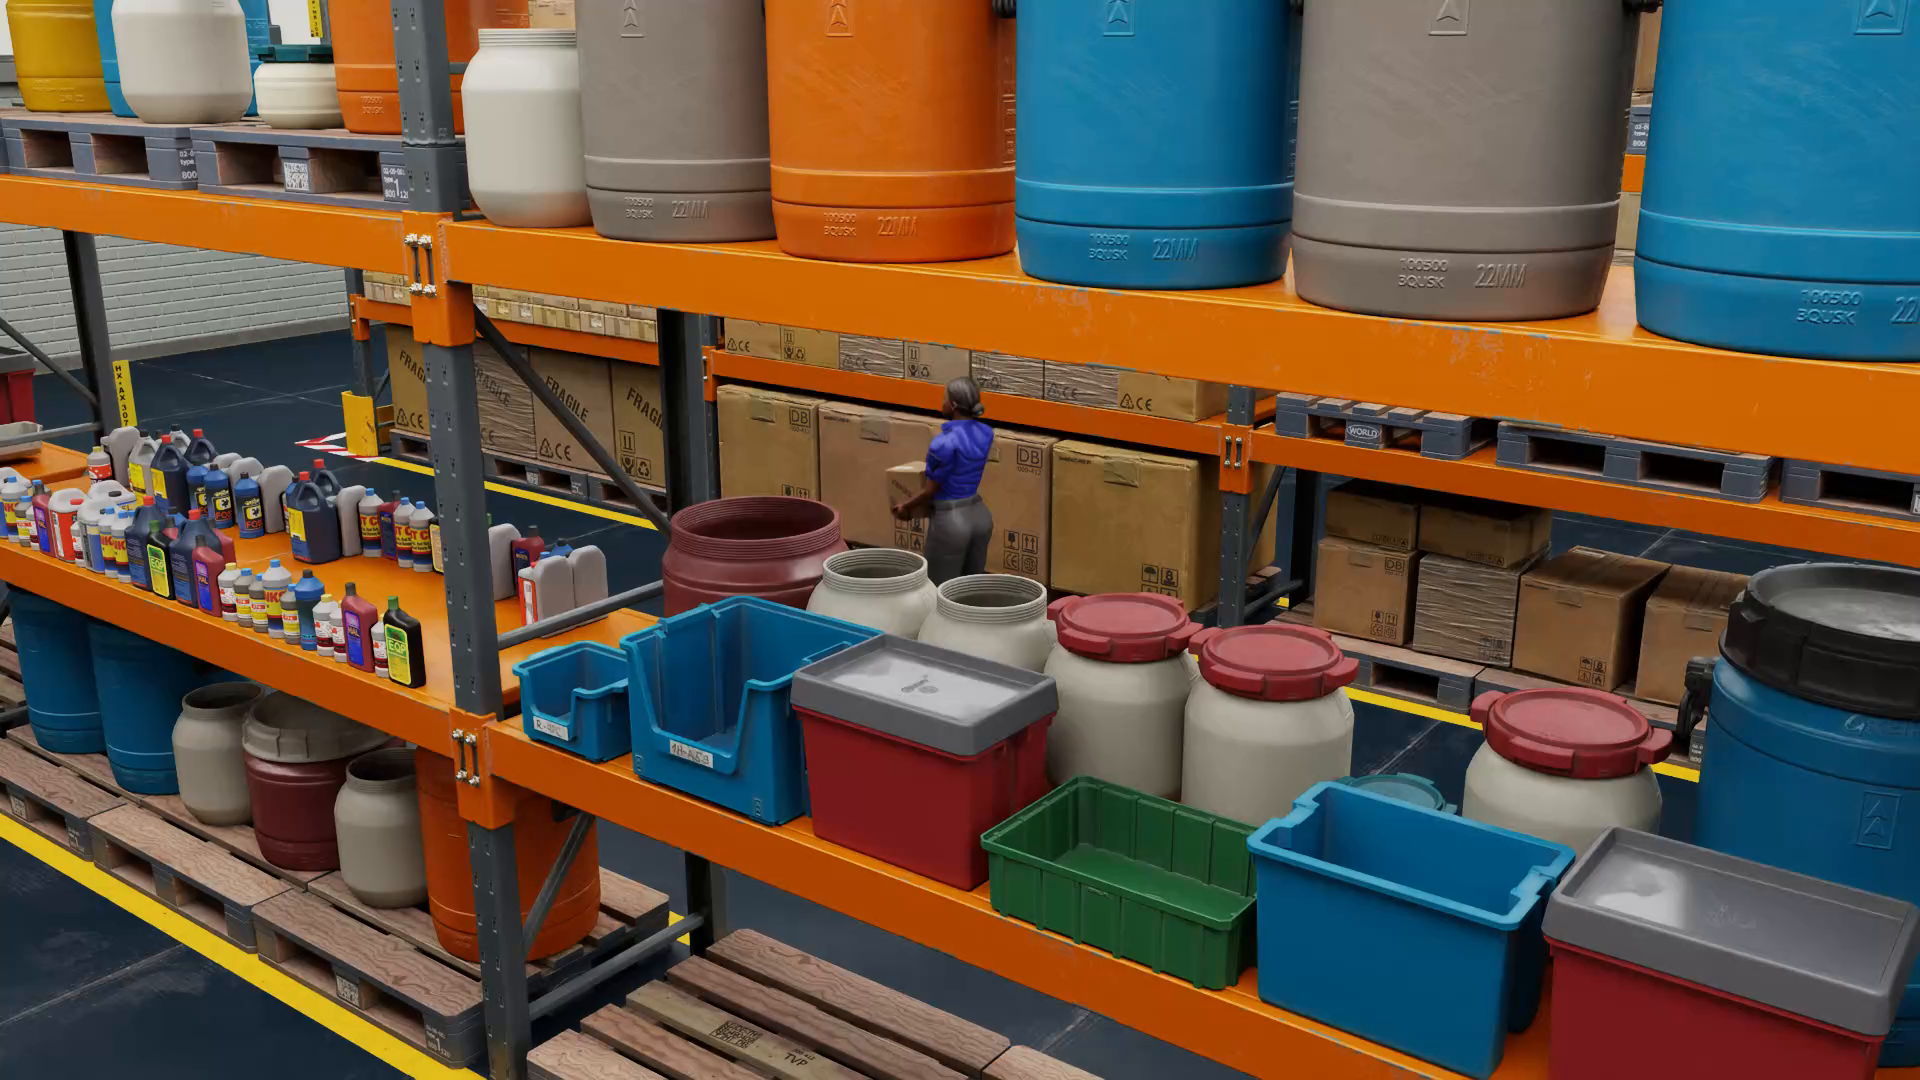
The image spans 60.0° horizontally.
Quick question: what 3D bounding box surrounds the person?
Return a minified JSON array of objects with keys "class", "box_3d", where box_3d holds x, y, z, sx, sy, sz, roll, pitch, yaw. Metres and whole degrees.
[{"class":"person","box_3d":[-0.077,-0.071,8.802,0.518,1.650,0.451,14,21,38]}]
